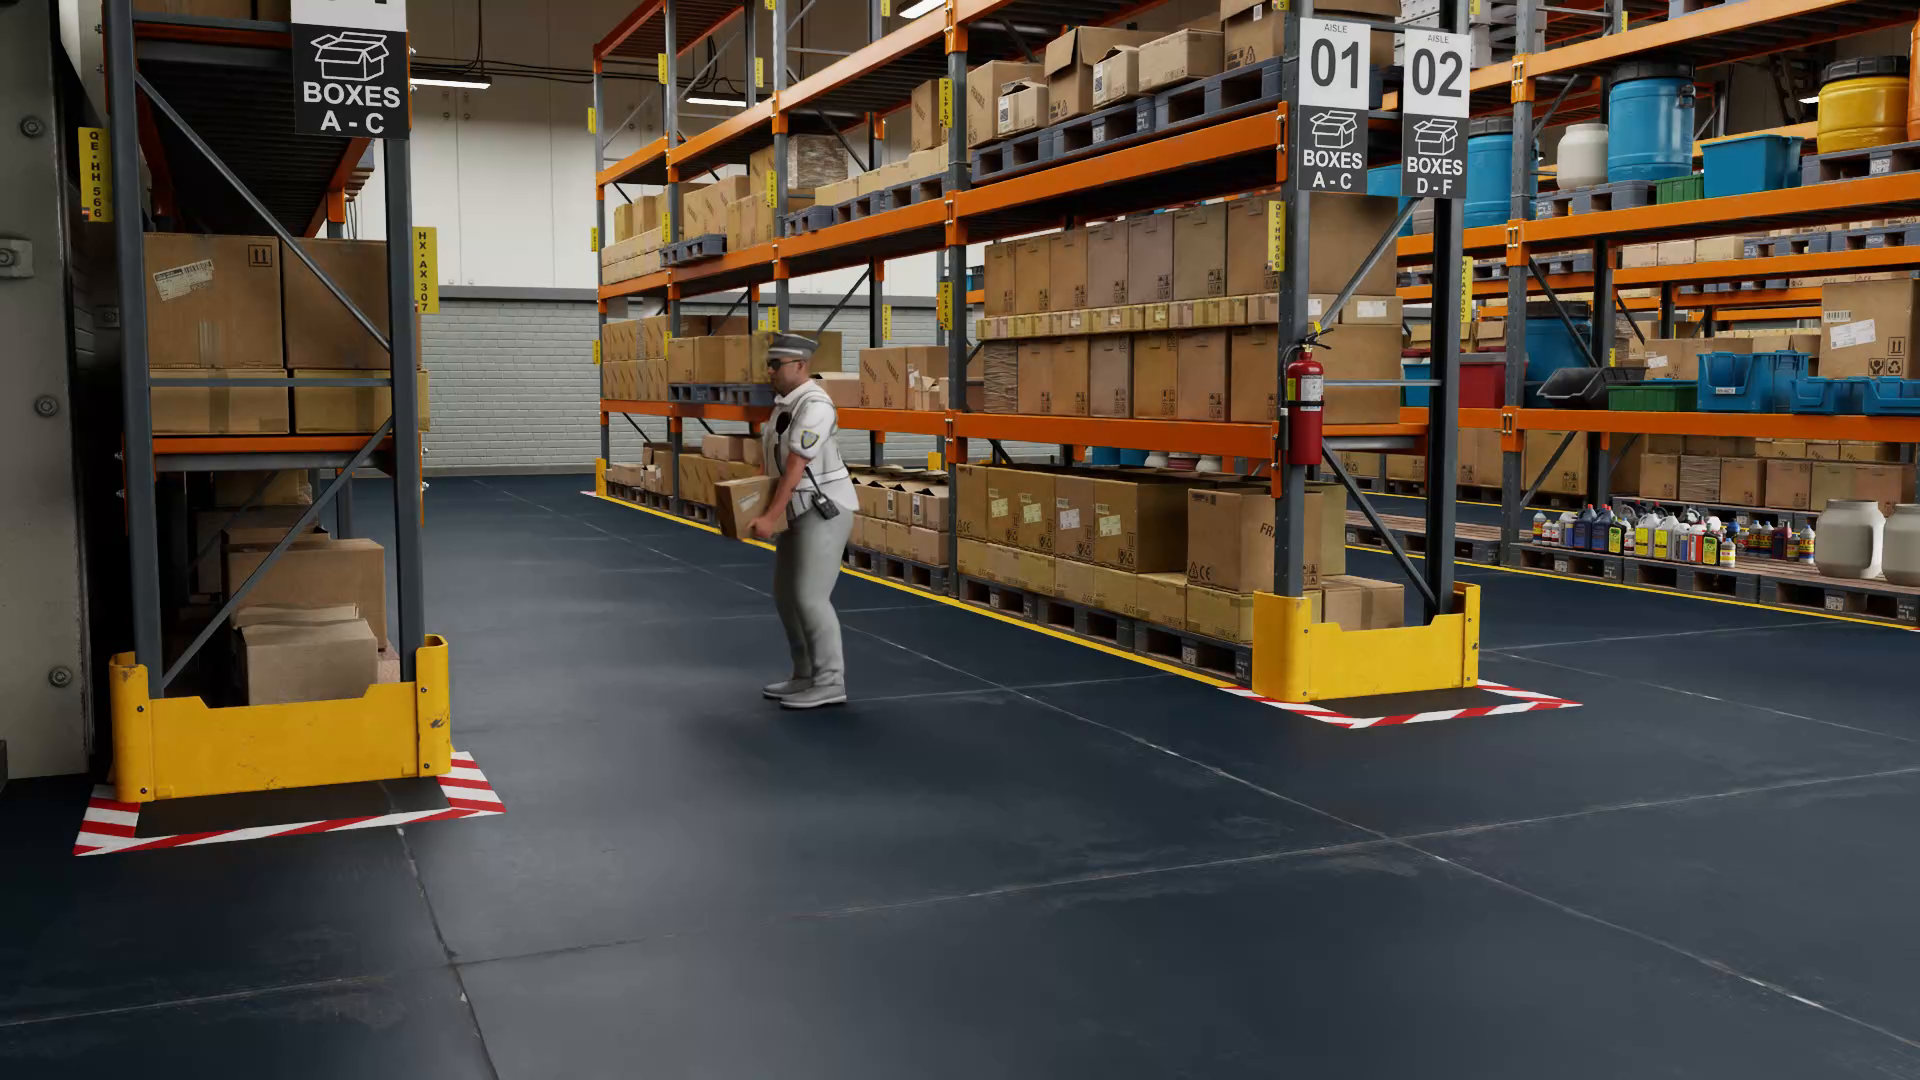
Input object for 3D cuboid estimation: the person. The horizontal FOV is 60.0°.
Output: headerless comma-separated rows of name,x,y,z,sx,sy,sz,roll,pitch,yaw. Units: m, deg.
person,-0.777,-0.095,7.820,0.589,1.745,0.487,-2,6,-25
